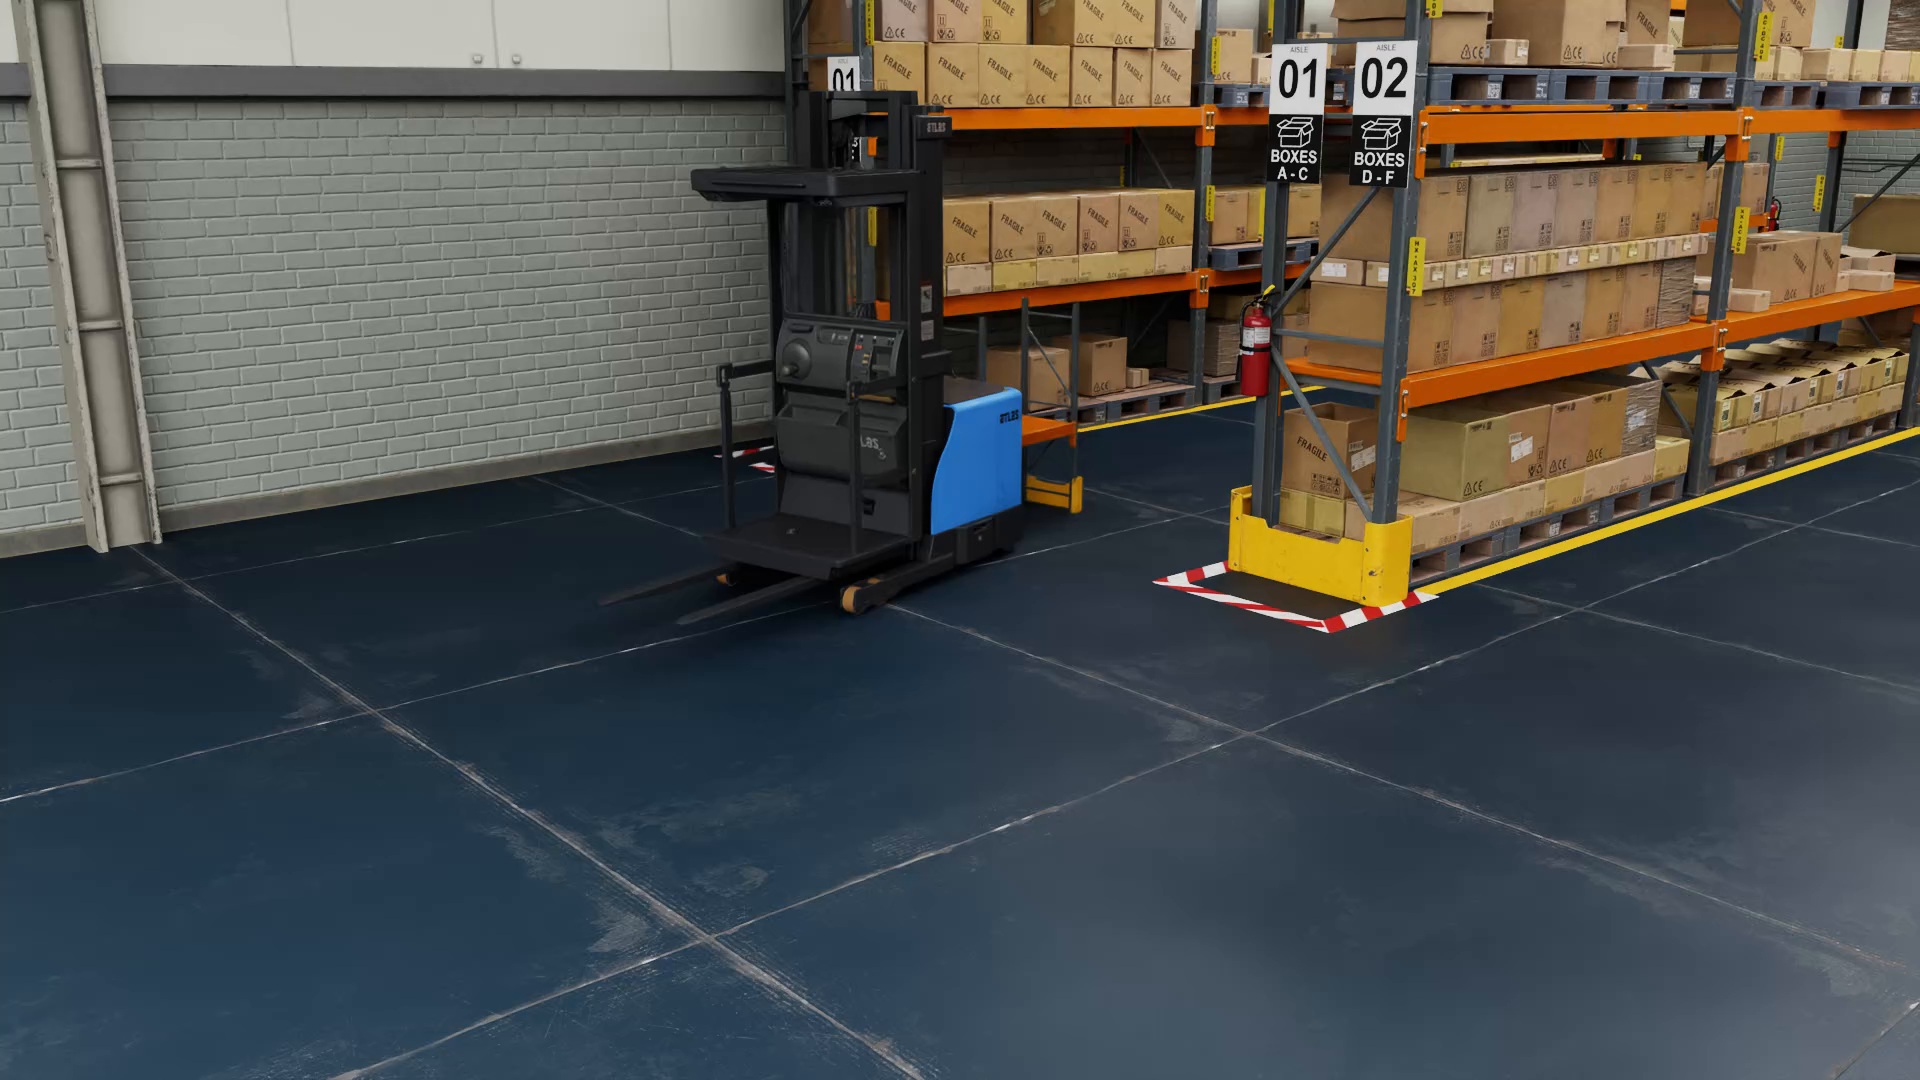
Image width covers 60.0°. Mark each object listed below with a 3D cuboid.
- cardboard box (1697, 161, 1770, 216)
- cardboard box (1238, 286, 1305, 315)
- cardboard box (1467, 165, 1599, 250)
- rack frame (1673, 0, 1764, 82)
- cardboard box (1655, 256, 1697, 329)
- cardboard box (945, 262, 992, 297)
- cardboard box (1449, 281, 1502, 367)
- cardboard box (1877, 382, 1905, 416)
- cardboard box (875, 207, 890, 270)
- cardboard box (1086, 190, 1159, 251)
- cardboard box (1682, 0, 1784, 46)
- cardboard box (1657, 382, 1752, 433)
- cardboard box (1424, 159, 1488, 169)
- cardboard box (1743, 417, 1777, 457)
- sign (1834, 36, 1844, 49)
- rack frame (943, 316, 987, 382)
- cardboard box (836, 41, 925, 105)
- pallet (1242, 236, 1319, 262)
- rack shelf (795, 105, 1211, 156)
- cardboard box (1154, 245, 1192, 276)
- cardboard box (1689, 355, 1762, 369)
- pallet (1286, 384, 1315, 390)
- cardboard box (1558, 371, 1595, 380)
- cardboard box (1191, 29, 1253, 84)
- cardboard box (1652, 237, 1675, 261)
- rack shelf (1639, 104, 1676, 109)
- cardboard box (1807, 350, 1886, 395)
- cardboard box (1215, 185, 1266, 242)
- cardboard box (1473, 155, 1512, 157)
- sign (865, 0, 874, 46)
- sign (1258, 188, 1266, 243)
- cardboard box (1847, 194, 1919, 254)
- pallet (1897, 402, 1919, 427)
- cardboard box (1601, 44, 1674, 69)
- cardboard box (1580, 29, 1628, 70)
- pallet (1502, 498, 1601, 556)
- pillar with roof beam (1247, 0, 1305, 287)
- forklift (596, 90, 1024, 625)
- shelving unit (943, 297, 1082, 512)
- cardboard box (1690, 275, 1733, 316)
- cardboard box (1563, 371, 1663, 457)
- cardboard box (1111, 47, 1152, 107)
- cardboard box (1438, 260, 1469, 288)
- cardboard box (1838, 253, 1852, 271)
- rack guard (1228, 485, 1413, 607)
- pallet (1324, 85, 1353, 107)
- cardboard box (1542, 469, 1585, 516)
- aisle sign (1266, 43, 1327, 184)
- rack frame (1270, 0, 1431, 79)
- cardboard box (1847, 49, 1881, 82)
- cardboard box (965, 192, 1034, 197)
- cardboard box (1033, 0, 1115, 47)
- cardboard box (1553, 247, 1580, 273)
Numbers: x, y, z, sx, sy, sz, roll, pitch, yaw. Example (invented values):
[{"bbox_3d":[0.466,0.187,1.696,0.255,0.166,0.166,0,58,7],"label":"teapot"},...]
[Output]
[{"bbox_3d":[10.649,-4.925,23.293,0.700,0.700,0.980,-12,19,-37],"label":"cardboard box"},{"bbox_3d":[3.238,-2.495,17.315,0.500,0.250,0.500,-13,20,-41],"label":"cardboard box"},{"bbox_3d":[3.762,-2.215,11.023,0.500,0.500,0.700,-13,19,-39],"label":"cardboard box"},{"bbox_3d":[5.229,-4.770,11.670,0.127,3.000,1.000,-13,19,-39],"label":"rack frame"},{"bbox_3d":[4.898,-1.844,12.145,0.500,0.500,0.700,-13,20,-41],"label":"cardboard box"},{"bbox_3d":[-0.084,-2.207,13.950,0.500,0.250,0.500,-13,20,-41],"label":"cardboard box"},{"bbox_3d":[2.965,-1.409,10.518,0.500,0.500,0.700,-12,19,-38],"label":"cardboard box"},{"bbox_3d":[8.009,-1.287,14.770,0.500,0.250,0.500,-12,19,-38],"label":"cardboard box"},{"bbox_3d":[-0.486,-2.480,13.519,0.500,0.500,0.500,-13,19,-39],"label":"cardboard box"},{"bbox_3d":[1.448,-2.909,15.126,0.500,0.500,0.500,-13,20,-40],"label":"cardboard box"},{"bbox_3d":[5.720,-3.910,12.288,0.500,0.500,0.500,-12,19,-39],"label":"cardboard box"},{"bbox_3d":[5.704,-1.039,12.753,0.500,0.311,0.500,-13,19,-39],"label":"cardboard box"},{"bbox_3d":[5.525,-4.109,18.557,0.500,0.250,0.500,-12,19,-38],"label":"cardboard box"},{"bbox_3d":[6.082,-0.853,13.143,0.500,0.250,0.500,-12,19,-38],"label":"cardboard box"},{"bbox_3d":[7.892,-4.354,14.924,0.005,0.325,0.100,-13,19,-39],"label":"sign"},{"bbox_3d":[-0.023,-0.781,11.268,0.500,1.500,0.032,13,19,39],"label":"rack frame"},{"bbox_3d":[-0.627,-3.673,13.143,0.500,0.500,0.500,-12,19,-38],"label":"cardboard box"},{"bbox_3d":[3.525,-3.077,17.329,1.213,0.211,1.003,-13,19,-39],"label":"pallet"},{"bbox_3d":[0.465,-3.598,14.490,4.000,0.370,1.077,-13,19,-39],"label":"rack shelf"},{"bbox_3d":[1.816,-2.633,15.548,0.500,0.250,0.500,-13,19,-39],"label":"cardboard box"},{"bbox_3d":[6.494,-1.399,14.104,0.500,0.311,0.500,-13,20,-40],"label":"cardboard box"},{"bbox_3d":[3.481,-1.828,17.685,1.213,0.211,1.003,-13,19,-39],"label":"pallet"},{"bbox_3d":[4.301,-1.005,12.260,0.500,0.500,0.500,-13,19,-39],"label":"cardboard box"},{"bbox_3d":[2.439,-4.613,15.887,0.500,0.500,0.500,-9,18,-32],"label":"cardboard box"},{"bbox_3d":[4.780,-2.059,11.696,0.250,0.149,0.380,-13,20,-41],"label":"cardboard box"},{"bbox_3d":[9.518,-5.631,22.100,4.000,0.370,1.077,-13,19,-39],"label":"rack shelf"},{"bbox_3d":[7.625,-1.469,14.363,0.500,0.311,0.500,-13,20,-40],"label":"cardboard box"},{"bbox_3d":[2.807,-3.269,16.630,0.500,0.500,0.700,-10,18,-34],"label":"cardboard box"},{"bbox_3d":[6.330,-4.464,19.887,0.500,0.250,0.500,-13,20,-41],"label":"cardboard box"},{"bbox_3d":[-0.687,-3.924,12.620,0.005,0.325,0.100,-13,19,-39],"label":"sign"},{"bbox_3d":[1.866,-1.976,10.132,0.005,0.325,0.100,-13,19,-39],"label":"sign"},{"bbox_3d":[8.647,-2.929,15.396,0.700,0.500,0.500,8,17,28],"label":"cardboard box"},{"bbox_3d":[8.834,-1.321,15.787,1.213,0.211,1.003,-13,19,-39],"label":"pallet"},{"bbox_3d":[4.498,-3.212,11.053,0.250,0.149,0.380,-13,19,-39],"label":"cardboard box"},{"bbox_3d":[4.268,-3.423,11.527,0.500,0.311,0.500,-14,20,-42],"label":"cardboard box"},{"bbox_3d":[3.681,-0.190,11.553,1.213,0.211,1.003,-13,19,-39],"label":"pallet"},{"bbox_3d":[6.269,-5.521,14.483,0.400,9.000,9.100,-13,19,-39],"label":"pillar with roof beam"},{"bbox_3d":[-0.845,-1.126,9.787,1.130,2.935,3.031,10,18,34],"label":"forklift"},{"bbox_3d":[0.316,-0.882,11.646,0.587,1.500,1.083,13,19,39],"label":"shelving unit"},{"bbox_3d":[5.571,-1.891,12.808,0.500,0.250,0.500,-11,19,-36],"label":"cardboard box"},{"bbox_3d":[4.638,-0.905,11.886,0.500,0.500,0.500,-13,19,-39],"label":"cardboard box"},{"bbox_3d":[1.366,-4.126,14.838,0.500,0.500,0.500,14,20,42],"label":"cardboard box"},{"bbox_3d":[2.846,-1.626,10.072,0.250,0.149,0.380,-13,20,-41],"label":"cardboard box"},{"bbox_3d":[7.444,-2.392,14.567,0.500,0.311,0.500,-13,20,-40],"label":"cardboard box"},{"bbox_3d":[2.193,0.018,10.215,0.348,0.500,1.175,-13,19,-39],"label":"rack guard"},{"bbox_3d":[3.290,-4.454,16.663,1.003,0.211,1.213,-13,19,-39],"label":"pallet"},{"bbox_3d":[3.894,-0.370,11.336,0.500,0.250,0.500,-13,19,-39],"label":"cardboard box"},{"bbox_3d":[1.969,-2.496,9.744,0.004,0.787,0.394,-13,19,-39],"label":"aisle sign"},{"bbox_3d":[2.211,-4.092,9.133,0.127,3.000,1.000,-13,19,-39],"label":"rack frame"},{"bbox_3d":[7.118,-3.854,13.530,0.500,0.250,0.500,-13,20,-40],"label":"cardboard box"},{"bbox_3d":[0.326,-2.836,14.852,0.500,0.500,0.500,-12,19,-39],"label":"cardboard box"},{"bbox_3d":[0.981,-4.503,14.311,0.500,0.500,0.500,-14,20,-41],"label":"cardboard box"},{"bbox_3d":[3.809,-1.840,10.877,0.250,0.149,0.380,-12,19,-39],"label":"cardboard box"}]
